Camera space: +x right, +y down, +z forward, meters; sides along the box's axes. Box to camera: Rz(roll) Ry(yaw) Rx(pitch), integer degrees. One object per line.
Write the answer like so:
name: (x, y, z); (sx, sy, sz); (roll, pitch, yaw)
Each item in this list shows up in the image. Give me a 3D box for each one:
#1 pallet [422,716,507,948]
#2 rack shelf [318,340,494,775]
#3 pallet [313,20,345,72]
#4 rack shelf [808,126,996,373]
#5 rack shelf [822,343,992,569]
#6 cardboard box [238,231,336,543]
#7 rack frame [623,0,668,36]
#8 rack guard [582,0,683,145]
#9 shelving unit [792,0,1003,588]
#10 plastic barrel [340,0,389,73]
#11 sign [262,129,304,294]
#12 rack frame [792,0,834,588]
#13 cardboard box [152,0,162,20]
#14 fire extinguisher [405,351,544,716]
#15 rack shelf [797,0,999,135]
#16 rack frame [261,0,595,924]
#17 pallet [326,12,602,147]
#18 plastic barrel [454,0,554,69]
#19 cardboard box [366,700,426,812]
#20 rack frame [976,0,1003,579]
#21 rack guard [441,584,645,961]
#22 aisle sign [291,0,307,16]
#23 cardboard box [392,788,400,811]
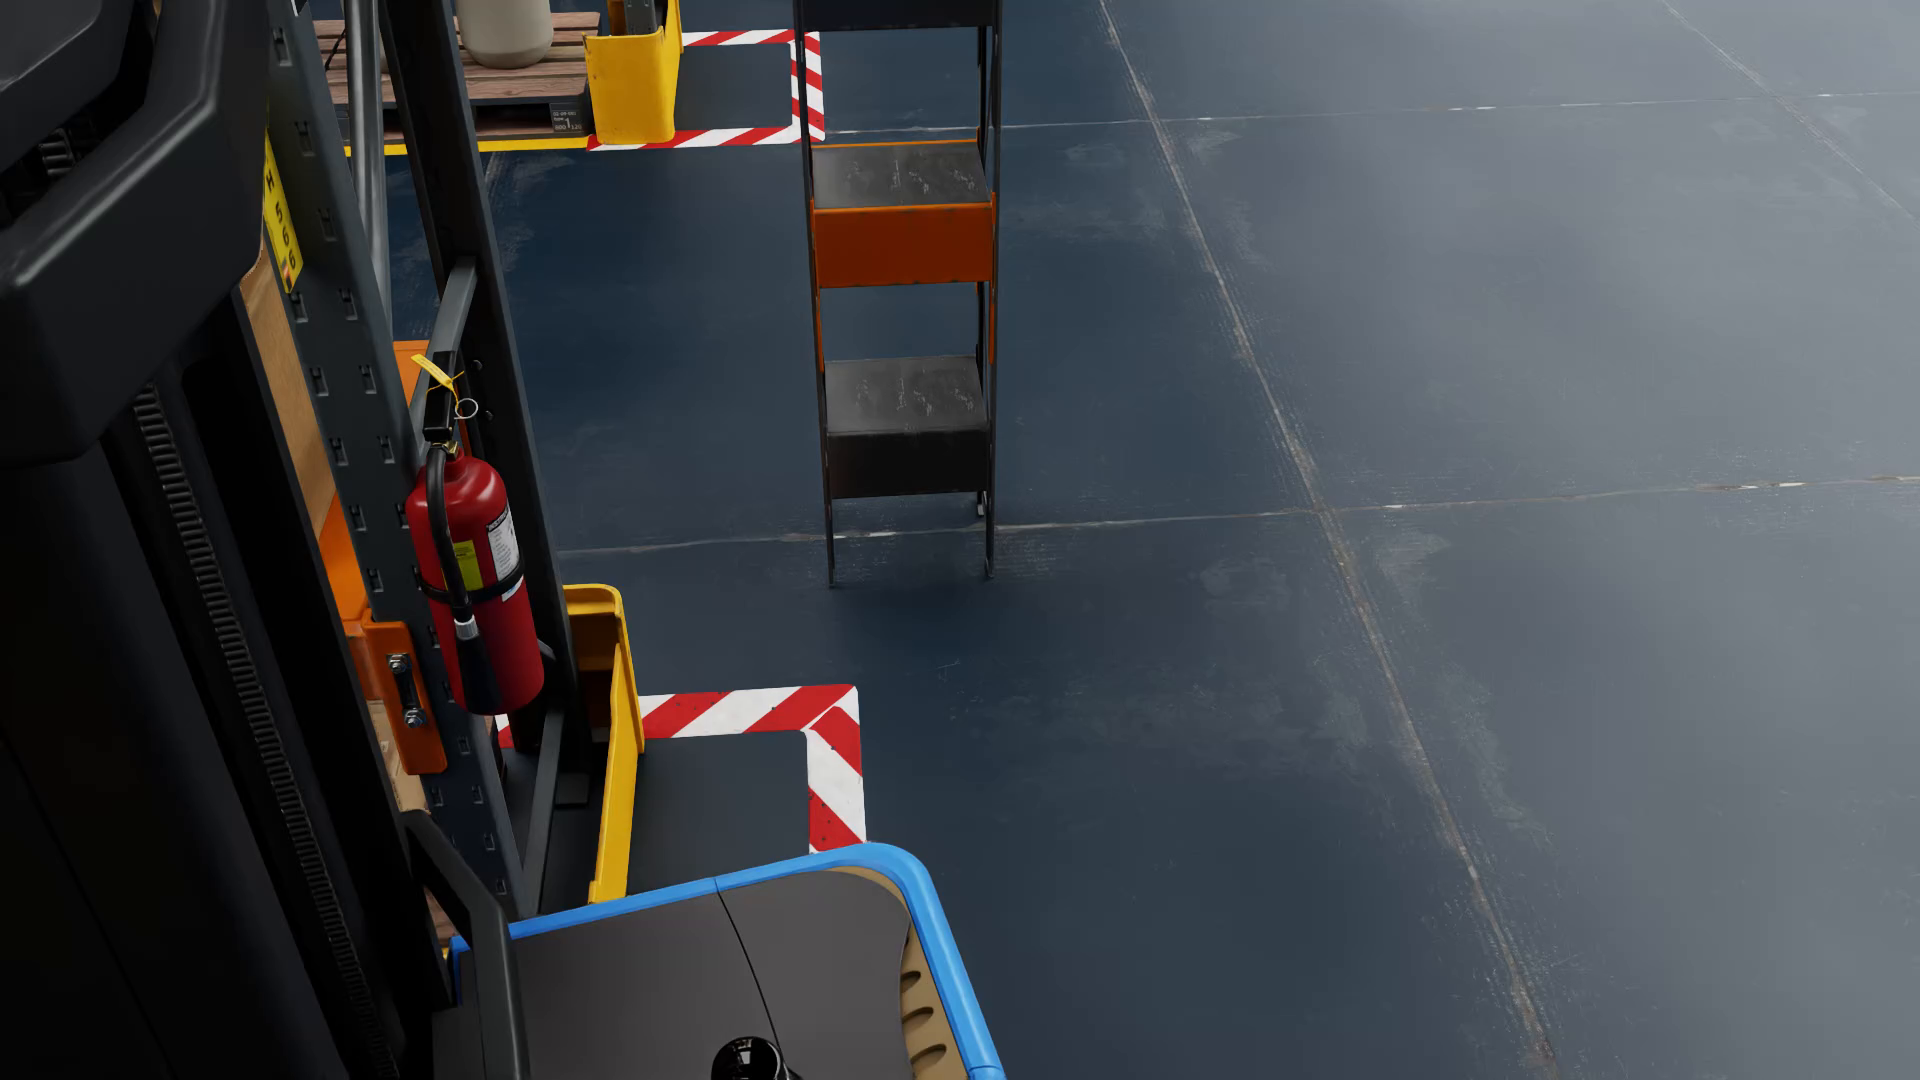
pallet: (-1.774, 0.859, 3.991); (1.213, 0.211, 1.003); (-3, 38, -4)
rack shelf: (-3.008, 0.089, 3.297); (4.000, 0.370, 1.077); (-3, 38, -4)
pallet: (-3.544, -2.125, 7.773); (1.213, 0.211, 1.003); (-3, 38, -4)
rack shelf: (-0.165, -0.805, 4.597); (0.480, 0.518, 0.431); (-3, 38, -4)
rack shelf: (-0.165, -0.255, 5.030); (0.480, 0.518, 0.431); (-3, 38, -4)
cardboard box: (-1.482, -0.325, 3.159); (0.500, 0.500, 0.700); (-3, 38, -4)
rack frame: (-1.451, -3.360, 7.086); (0.127, 3.000, 1.000); (-3, 38, -4)
rack guard: (-1.522, -2.345, 7.819); (0.348, 0.500, 1.175); (-3, 38, -4)
shelving unit: (-0.165, -0.815, 4.588); (0.503, 2.100, 0.431); (-3, 38, -4)
plastic barrel: (-2.599, -2.437, 7.587); (0.421, 0.512, 0.421); (0, 38, 0)
sign: (-0.981, -0.515, 2.355); (0.005, 0.325, 0.100); (-3, 38, -4)
rack frame: (-0.408, -0.802, 4.571); (0.015, 2.100, 0.400); (-3, 38, -4)
cardboard box: (-1.534, -0.831, 2.754); (0.500, 0.500, 0.700); (-3, 38, -4)
fire extinguisher: (-0.857, 0.007, 2.882); (0.183, 0.674, 0.296); (-3, 38, -4)
rack shelf: (-0.165, -1.354, 4.163); (0.480, 0.518, 0.431); (-3, 38, -4)
rack frame: (-1.016, -0.303, 3.213); (0.127, 3.000, 1.000); (-3, 38, -4)
pallet: (-2.332, -2.190, 7.856); (1.213, 0.211, 1.003); (-3, 38, -4)
plastic barrel: (-2.099, -2.465, 7.621); (0.421, 0.512, 0.421); (0, 38, 0)
cardboard box: (-1.569, 0.504, 4.071); (0.500, 0.250, 0.500); (-3, 38, -4)
rack frame: (0.078, -0.829, 4.605); (0.015, 2.100, 0.400); (-3, 38, -4)
rack guard: (-0.992, 0.677, 3.989); (0.348, 0.500, 1.175); (-3, 38, -4)
aisle sign: (-0.924, -1.146, 2.182); (0.004, 0.787, 0.394); (-3, 38, -4)
cardboard box: (-1.524, 0.823, 3.666); (0.500, 0.250, 0.500); (-3, 38, -4)
